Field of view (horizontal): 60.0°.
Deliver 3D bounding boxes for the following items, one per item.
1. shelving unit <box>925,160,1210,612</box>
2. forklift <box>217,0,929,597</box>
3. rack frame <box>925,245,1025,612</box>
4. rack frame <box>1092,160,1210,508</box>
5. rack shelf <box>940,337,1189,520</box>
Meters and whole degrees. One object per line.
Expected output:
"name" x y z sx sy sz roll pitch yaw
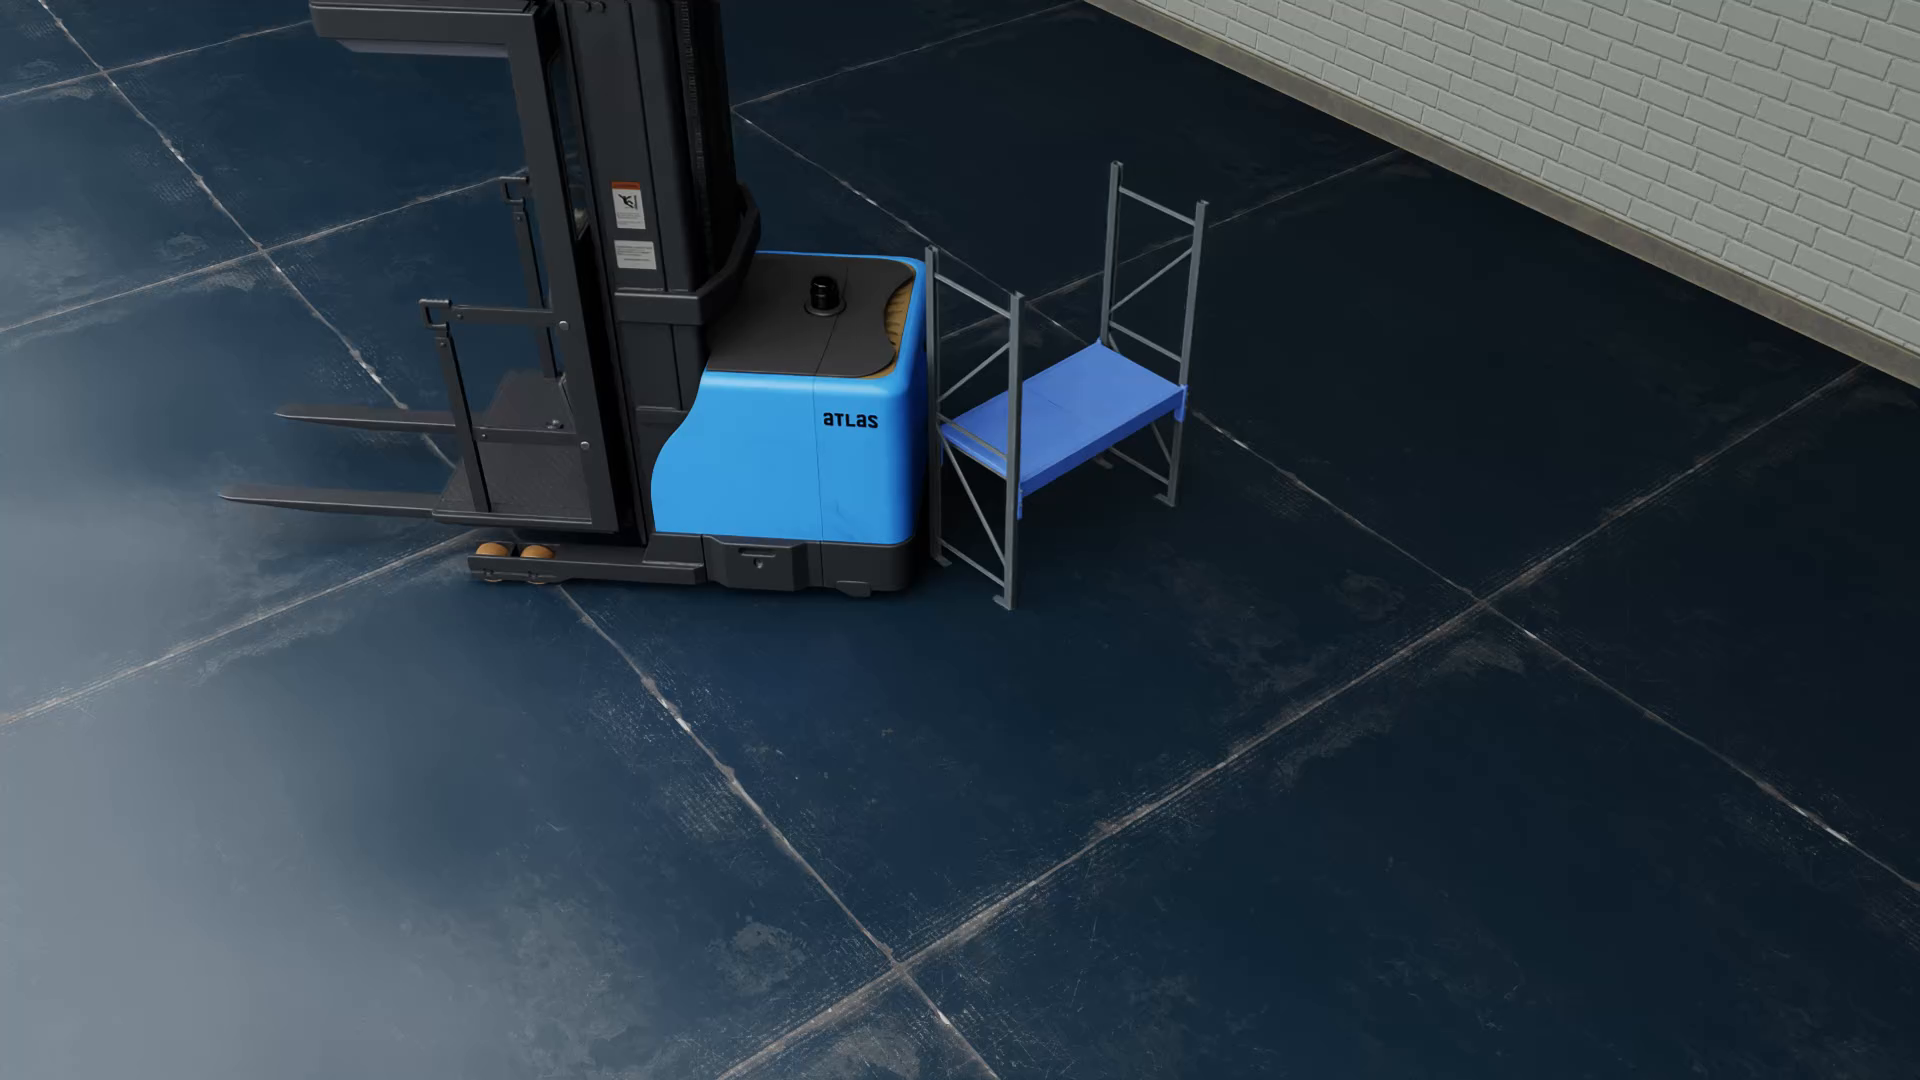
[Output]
"shelving unit" 0.423 -0.624 6.828 1.048 1.500 0.538 -31 48 -32
"forklift" -1.649 -1.276 6.494 3.031 2.935 1.130 3 39 4
"rack frame" 0.051 -0.404 6.560 0.032 1.500 0.500 -31 48 -32
"rack frame" 0.794 -0.844 7.096 0.032 1.500 0.500 -31 48 -32
"rack shelf" 0.423 -0.485 6.942 1.000 0.185 0.538 -31 48 -32
